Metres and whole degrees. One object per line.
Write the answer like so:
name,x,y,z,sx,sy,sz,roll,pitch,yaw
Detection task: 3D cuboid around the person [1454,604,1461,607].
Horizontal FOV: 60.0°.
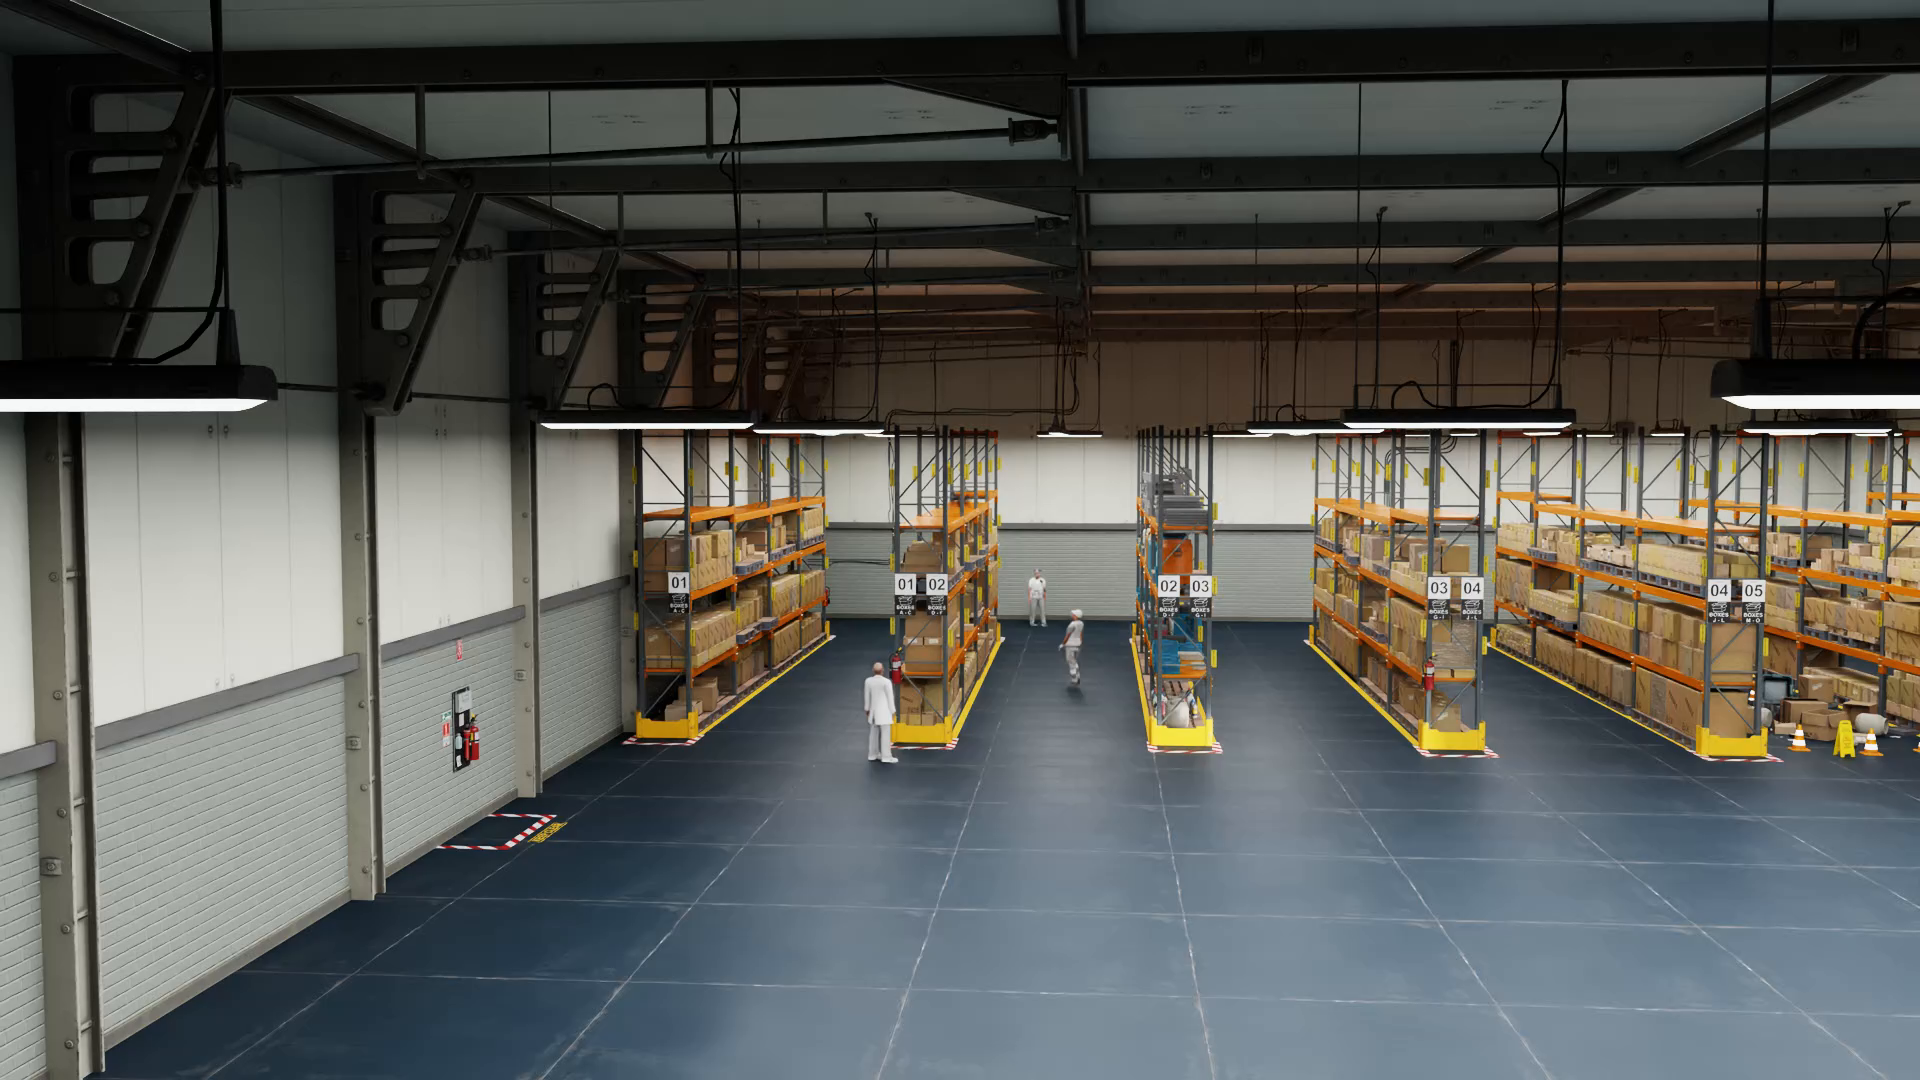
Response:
person,14.533,1.963,48.159,0.532,1.746,1.080,2,4,28

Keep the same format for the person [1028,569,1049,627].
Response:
person,2.411,1.775,51.160,0.563,1.779,0.588,-2,4,-26

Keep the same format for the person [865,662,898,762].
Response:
person,-1.410,3.063,29.617,0.474,1.792,0.602,-3,5,-44

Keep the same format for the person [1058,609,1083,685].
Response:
person,2.605,2.514,38.771,0.594,1.813,0.496,-2,4,-35
